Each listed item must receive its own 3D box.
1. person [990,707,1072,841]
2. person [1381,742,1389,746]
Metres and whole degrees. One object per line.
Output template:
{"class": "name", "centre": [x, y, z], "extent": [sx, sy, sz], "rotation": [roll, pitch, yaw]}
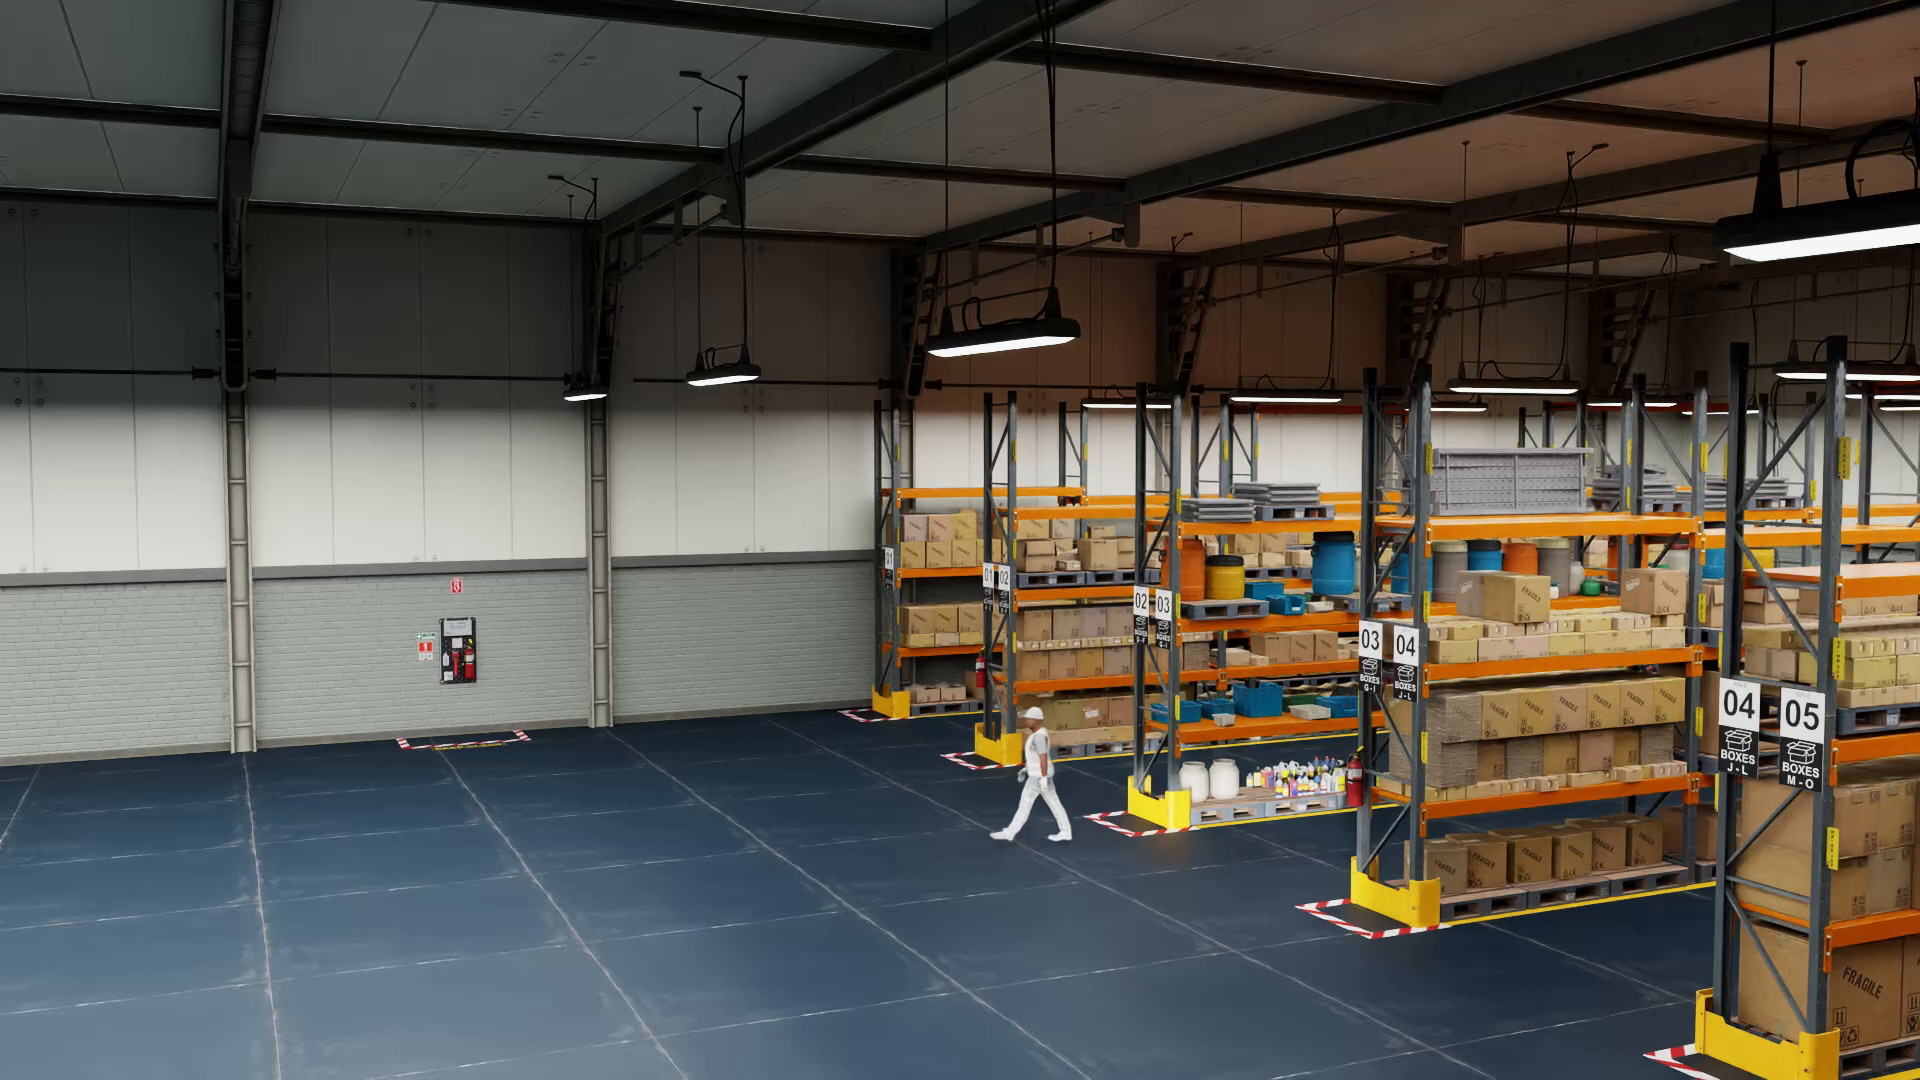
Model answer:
{"class": "person", "centre": [0.930, 3.017, 21.460], "extent": [1.035, 1.728, 0.579], "rotation": [1, 3, 10]}
{"class": "person", "centre": [7.687, 2.636, 28.137], "extent": [1.115, 1.717, 0.562], "rotation": [-2, 4, -34]}
